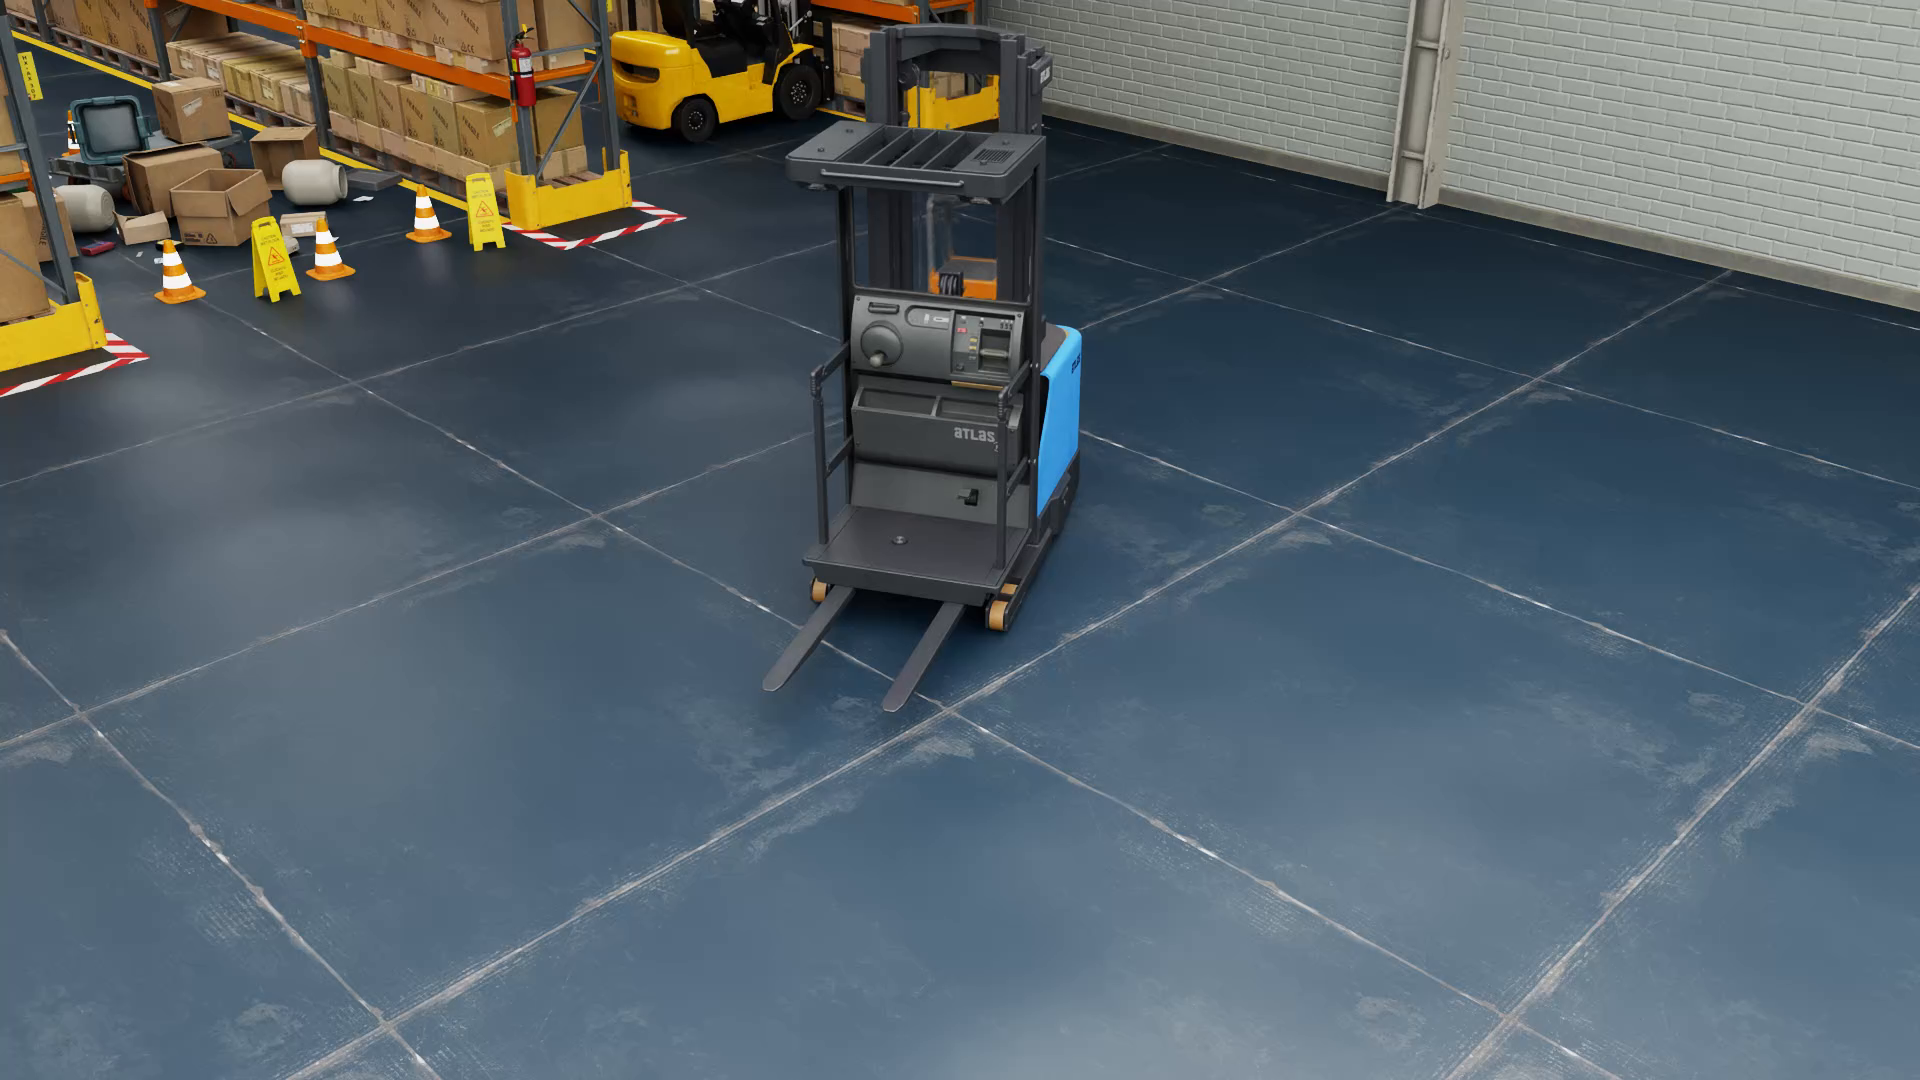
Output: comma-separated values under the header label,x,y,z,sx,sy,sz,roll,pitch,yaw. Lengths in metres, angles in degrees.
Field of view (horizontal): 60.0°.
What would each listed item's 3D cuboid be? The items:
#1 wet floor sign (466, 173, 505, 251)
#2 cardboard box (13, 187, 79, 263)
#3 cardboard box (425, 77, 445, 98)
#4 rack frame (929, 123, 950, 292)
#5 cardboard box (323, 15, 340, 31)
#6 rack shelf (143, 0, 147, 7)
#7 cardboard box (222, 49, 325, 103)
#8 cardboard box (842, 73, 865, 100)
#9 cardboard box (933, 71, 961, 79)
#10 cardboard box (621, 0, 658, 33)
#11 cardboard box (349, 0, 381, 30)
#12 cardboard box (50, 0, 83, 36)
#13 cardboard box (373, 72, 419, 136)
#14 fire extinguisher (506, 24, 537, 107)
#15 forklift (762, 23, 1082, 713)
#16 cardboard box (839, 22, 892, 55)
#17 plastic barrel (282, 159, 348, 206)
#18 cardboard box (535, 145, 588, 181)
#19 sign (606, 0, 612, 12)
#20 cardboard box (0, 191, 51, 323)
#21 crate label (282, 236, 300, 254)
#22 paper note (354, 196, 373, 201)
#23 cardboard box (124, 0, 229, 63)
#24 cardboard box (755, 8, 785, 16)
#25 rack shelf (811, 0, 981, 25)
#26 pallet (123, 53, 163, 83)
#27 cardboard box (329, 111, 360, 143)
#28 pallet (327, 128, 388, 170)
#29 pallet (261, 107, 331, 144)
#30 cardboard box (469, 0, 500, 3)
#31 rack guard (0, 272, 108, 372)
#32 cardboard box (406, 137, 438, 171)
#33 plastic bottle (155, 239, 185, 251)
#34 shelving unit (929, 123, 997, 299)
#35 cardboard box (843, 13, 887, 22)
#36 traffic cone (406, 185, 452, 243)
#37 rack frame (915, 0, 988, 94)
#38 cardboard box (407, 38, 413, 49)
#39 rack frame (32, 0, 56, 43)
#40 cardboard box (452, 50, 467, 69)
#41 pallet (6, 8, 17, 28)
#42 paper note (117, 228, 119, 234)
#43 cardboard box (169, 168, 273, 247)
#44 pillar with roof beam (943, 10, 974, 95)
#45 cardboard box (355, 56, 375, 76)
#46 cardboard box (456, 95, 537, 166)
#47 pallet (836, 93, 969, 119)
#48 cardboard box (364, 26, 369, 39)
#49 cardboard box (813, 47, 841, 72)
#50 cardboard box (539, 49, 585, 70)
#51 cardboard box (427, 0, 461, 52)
label,x,y,z,sx,sy,sz,roll,pitch,yaw
wet floor sign,-4.178,-2.889,14.551,0.267,0.644,0.232,-13,30,-22
cardboard box,-7.987,-2.706,14.357,0.500,0.500,0.500,-18,33,-31
cardboard box,-4.803,-4.291,15.689,0.380,0.149,0.250,-25,36,-38
rack frame,-0.123,-1.494,10.335,0.015,2.100,0.400,7,29,13
cardboard box,-6.199,-5.267,16.815,0.380,0.149,0.250,-24,36,-38
rack shelf,-10.694,-7.292,21.169,4.000,0.370,1.077,25,36,38
cardboard box,-7.803,-5.306,18.990,0.950,0.372,0.625,-24,36,-38
cardboard box,-0.990,-5.179,18.880,0.500,0.250,0.500,25,36,38
cardboard box,-0.275,-5.409,18.780,0.500,0.250,0.500,-25,36,-38
cardboard box,-3.866,-6.859,21.671,0.625,0.625,0.875,24,36,38
cardboard box,-5.574,-5.269,16.120,0.500,0.500,0.500,24,36,38
cardboard box,-11.621,-7.333,22.305,0.875,0.875,0.875,-24,36,-38
cardboard box,-5.425,-4.331,16.462,0.500,0.500,0.500,-23,35,-37
fire extinguisher,-3.804,-4.123,14.452,0.183,0.674,0.296,25,36,38
forklift,-0.183,-1.018,8.536,1.130,2.935,3.031,8,29,15
cardboard box,-1.001,-5.619,18.642,0.500,0.250,0.500,-25,36,-38
plastic barrel,-6.097,-3.379,15.722,0.512,0.421,0.421,-3,28,-5
cardboard box,-3.944,-3.672,16.013,0.500,0.250,0.500,24,36,38
sign,-3.183,-4.911,14.937,0.005,0.325,0.100,25,36,38
cardboard box,-7.491,-2.117,12.385,0.875,0.875,0.875,25,37,39
crate label,-5.914,-2.550,14.452,0.298,0.136,0.250,7,29,13
paper note,-5.721,-3.281,15.956,0.148,0.019,0.142,12,30,22
cardboard box,-9.702,-6.457,20.638,0.875,0.875,0.875,24,36,38
cardboard box,-2.092,-6.122,19.599,0.500,0.250,0.500,-24,36,-38
rack shelf,-1.512,-6.331,19.339,4.000,0.370,1.077,25,36,38
pallet,-9.777,-6.006,20.946,1.213,0.211,1.003,25,36,38
cardboard box,-6.184,-4.340,17.284,0.500,0.250,0.500,23,35,36
pallet,-5.911,-4.211,17.533,1.213,0.211,1.003,25,36,38
pallet,-6.971,-4.672,18.409,1.213,0.211,1.003,25,36,38
cardboard box,-4.080,-5.061,14.650,0.500,0.500,0.700,24,36,37
rack guard,-6.944,-1.558,12.176,0.348,0.500,1.175,25,36,38
cardboard box,-5.069,-3.832,16.318,0.500,0.250,0.500,23,35,37
plastic bottle,-6.964,-2.588,14.606,0.283,0.061,0.133,12,30,22
shelving unit,0.112,-1.464,10.279,0.503,2.100,0.431,7,29,13
cardboard box,-1.003,-5.956,19.283,0.500,0.250,0.500,24,36,38
traffic cone,-4.774,-2.937,14.839,0.334,0.463,0.336,25,36,38
rack frame,-0.085,-5.996,17.931,0.127,3.000,1.000,25,36,38
cardboard box,-5.056,-4.793,15.912,0.250,0.149,0.380,25,36,38
rack frame,-12.120,-8.263,22.242,0.127,3.000,1.000,25,36,38
cardboard box,-4.406,-4.424,15.211,0.250,0.149,0.380,24,36,38
pallet,-13.481,-7.701,24.170,1.213,0.211,1.003,25,36,38
paper note,-7.562,-2.824,15.096,0.172,0.023,0.155,-13,30,-22
cardboard box,-6.590,-2.976,14.869,0.637,0.503,0.797,2,28,4
pillar with roof beam,-2.968,-7.749,14.819,0.400,9.000,9.100,25,36,38
cardboard box,-5.769,-4.731,16.525,0.380,0.149,0.250,-24,36,-37
cardboard box,-4.317,-3.824,15.496,0.500,0.500,0.500,25,37,39
pallet,-0.660,-4.998,19.028,1.213,0.211,1.003,25,36,38
cardboard box,-5.624,-5.022,16.348,0.250,0.149,0.380,24,36,38
cardboard box,-1.385,-5.570,19.087,0.500,0.250,0.500,24,36,37
cardboard box,-3.660,-4.416,15.196,0.250,0.149,0.380,25,37,39
cardboard box,-4.497,-4.774,15.180,0.500,0.500,0.500,25,36,38
